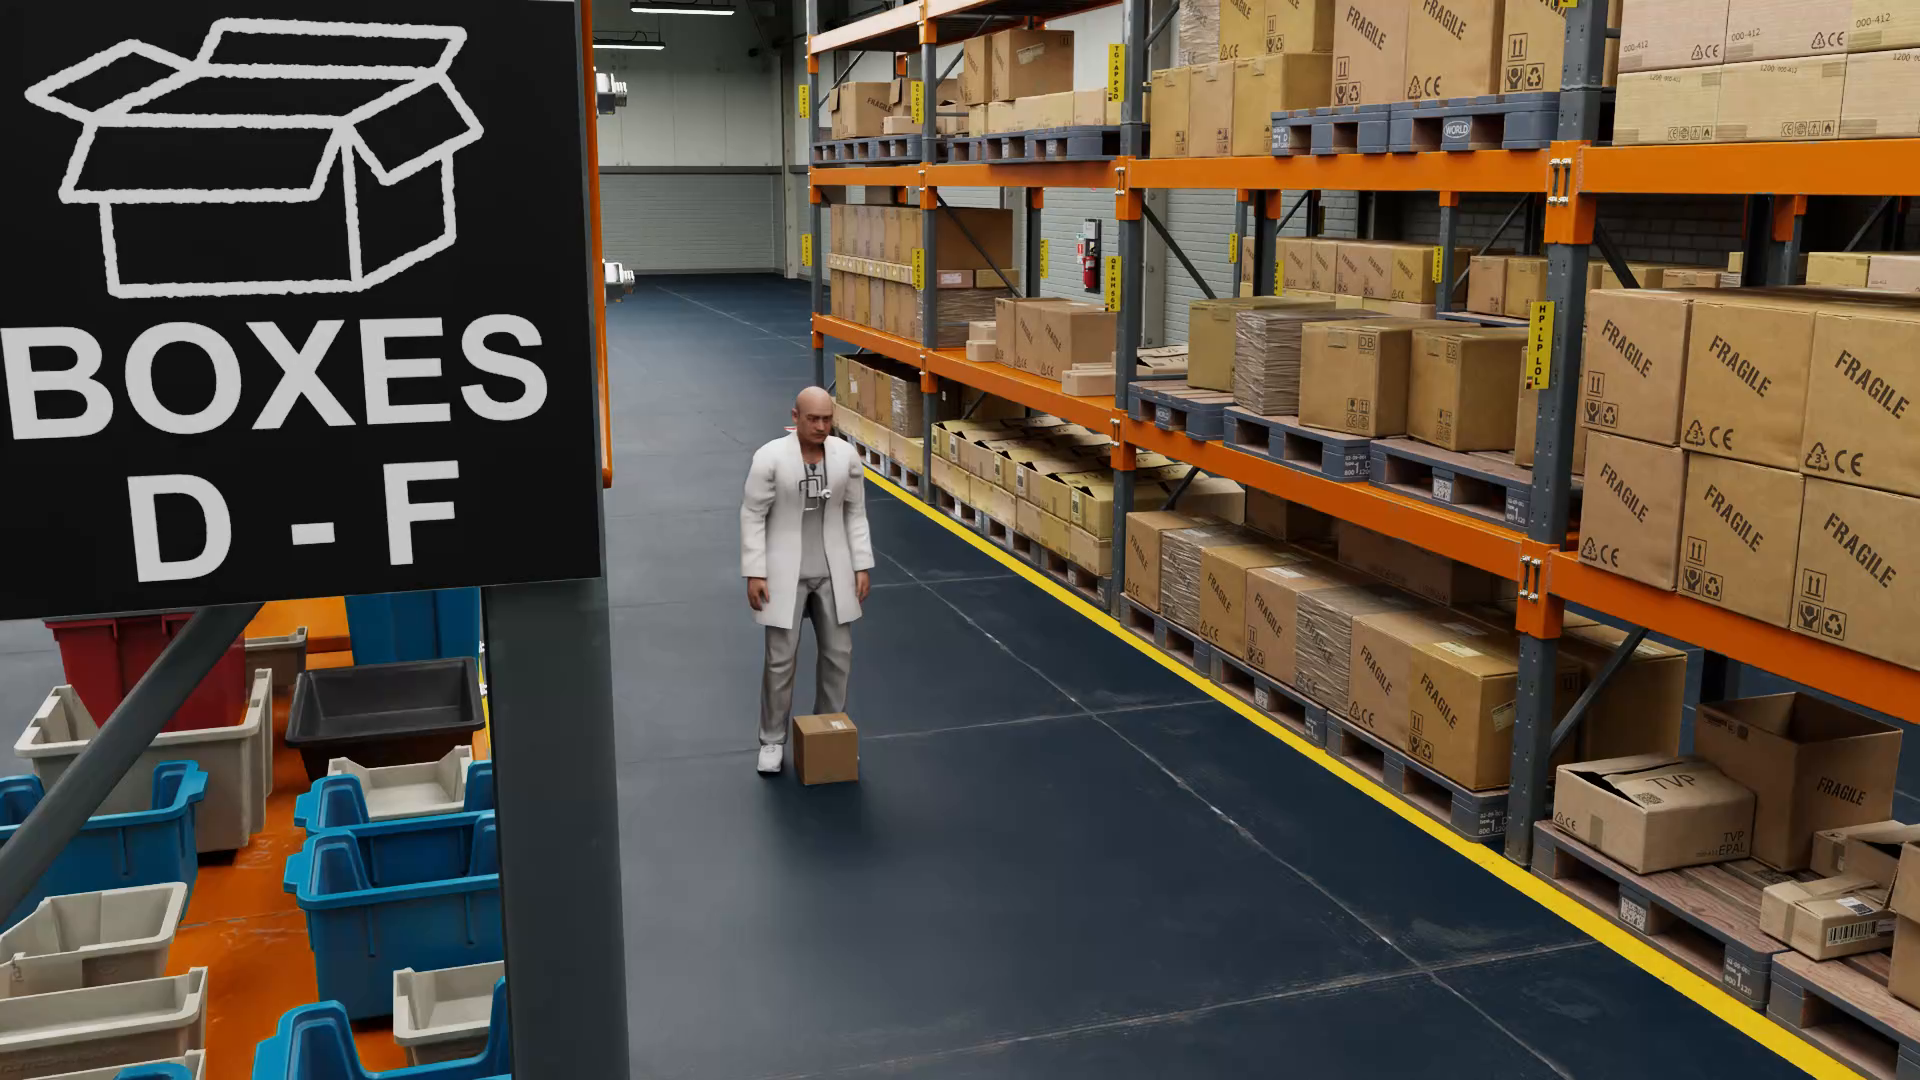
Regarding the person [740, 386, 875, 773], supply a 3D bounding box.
[{"bbox_3d":[-0.702,0.167,7.733,0.645,1.772,0.429,-5,13,-21],"label":"person"}]
